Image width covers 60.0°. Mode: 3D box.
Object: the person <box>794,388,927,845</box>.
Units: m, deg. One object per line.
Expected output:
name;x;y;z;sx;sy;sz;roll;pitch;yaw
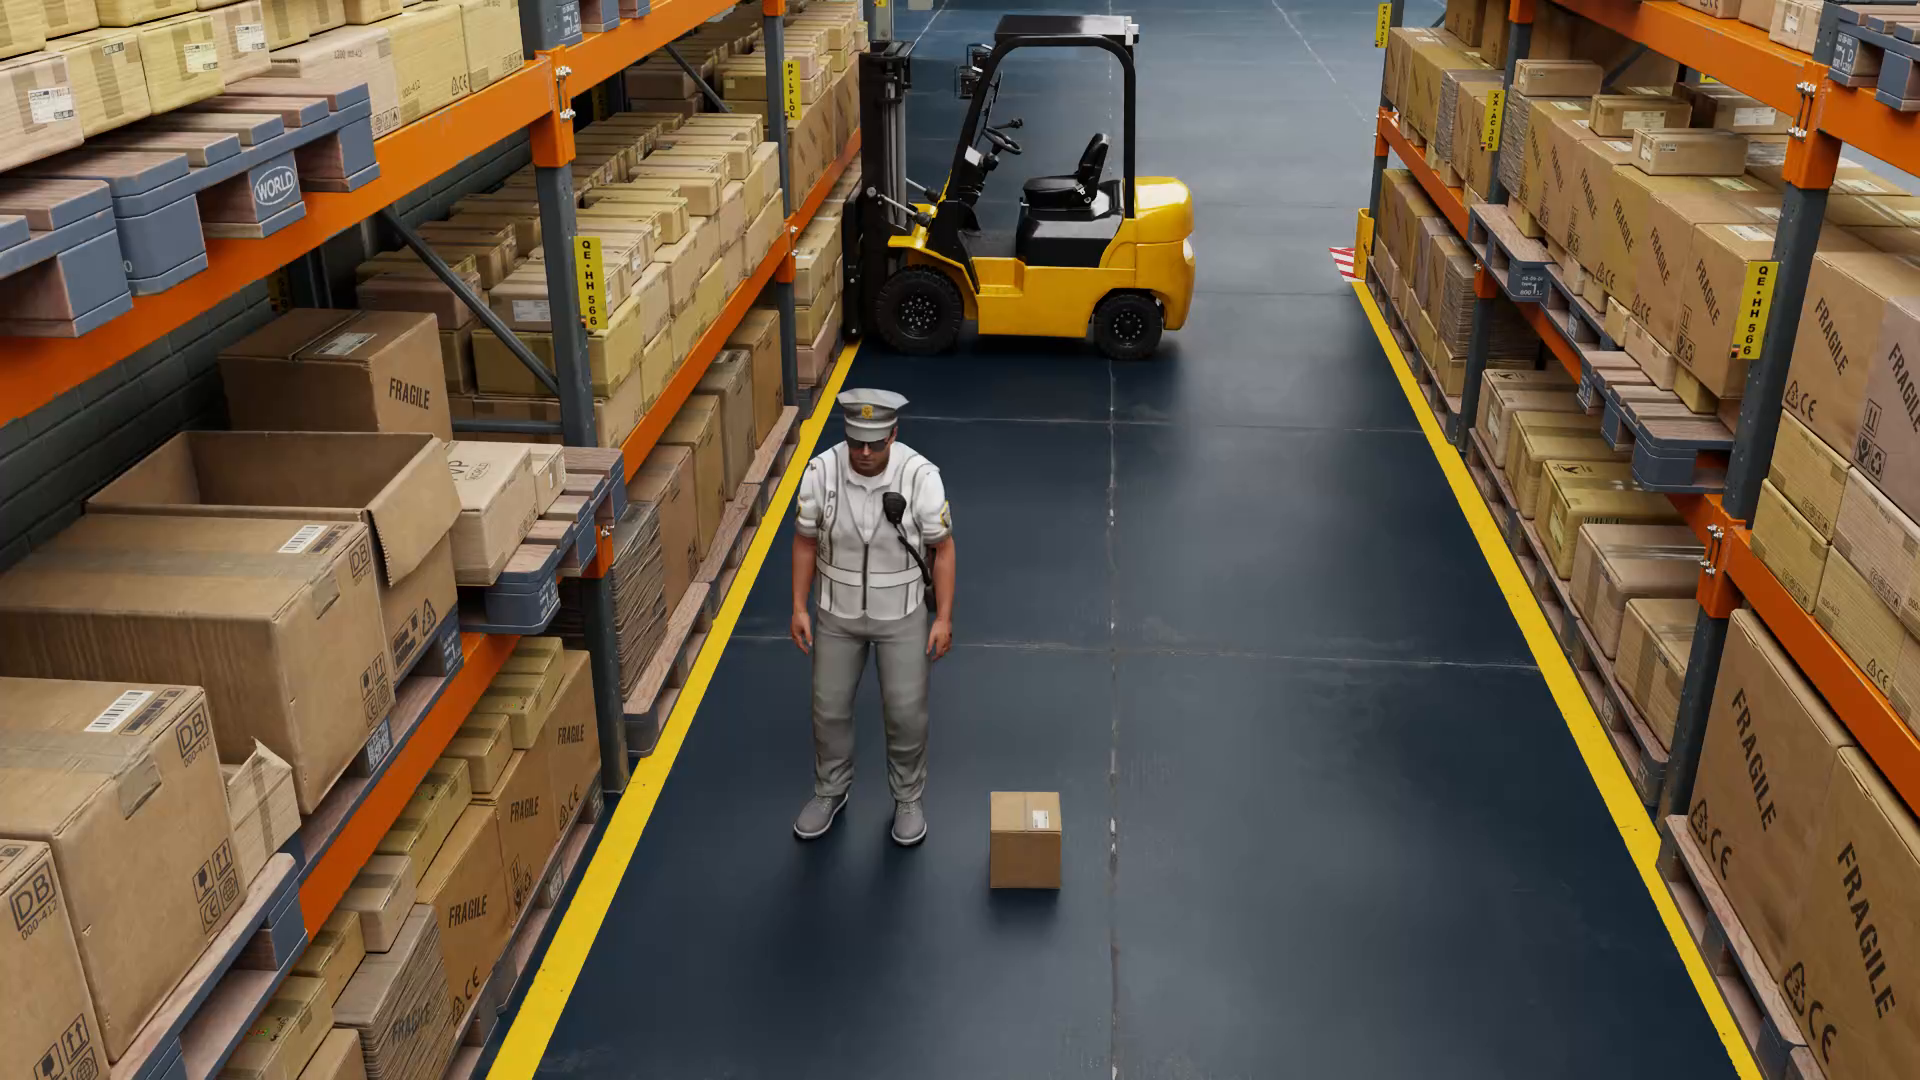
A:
person;-0.368;0.277;5.984;0.500;1.748;0.336;3;25;6
